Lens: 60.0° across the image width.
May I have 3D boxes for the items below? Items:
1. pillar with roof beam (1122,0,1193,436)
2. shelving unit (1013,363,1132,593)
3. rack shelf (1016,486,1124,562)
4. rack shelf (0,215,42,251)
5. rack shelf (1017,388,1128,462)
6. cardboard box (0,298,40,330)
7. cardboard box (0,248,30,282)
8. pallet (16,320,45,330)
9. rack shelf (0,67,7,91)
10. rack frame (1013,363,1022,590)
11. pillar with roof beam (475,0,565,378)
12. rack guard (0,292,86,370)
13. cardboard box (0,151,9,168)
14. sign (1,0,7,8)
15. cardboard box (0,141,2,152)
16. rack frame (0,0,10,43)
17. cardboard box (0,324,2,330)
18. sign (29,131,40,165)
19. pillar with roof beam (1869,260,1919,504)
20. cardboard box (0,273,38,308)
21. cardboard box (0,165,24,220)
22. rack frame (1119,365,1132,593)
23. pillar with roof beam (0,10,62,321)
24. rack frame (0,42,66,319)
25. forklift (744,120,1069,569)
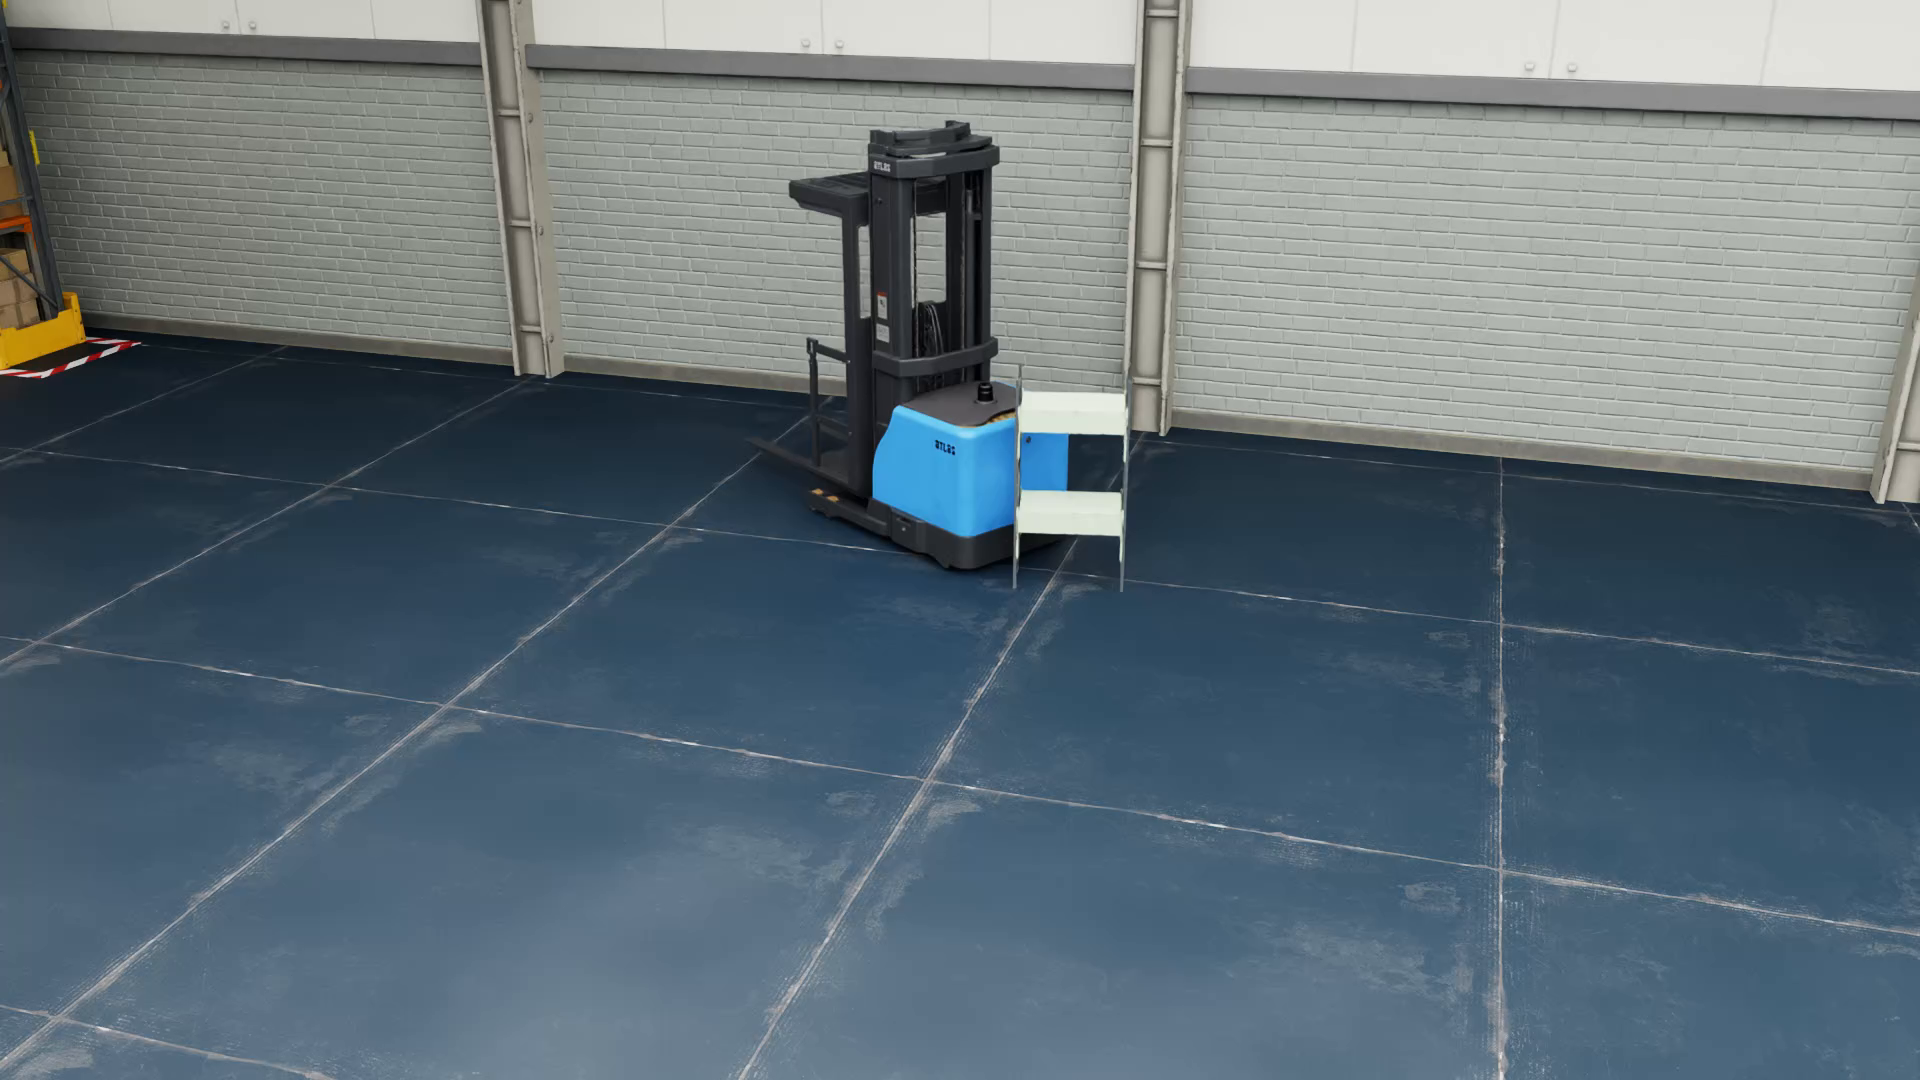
[{"bbox_3d":[0.397,-3.581,9.142,0.400,9.000,9.100,7,23,16],"label":"pillar with roof beam"},{"bbox_3d":[0.756,-0.415,11.306,0.755,1.500,0.431,2,22,4],"label":"shelving unit"},{"bbox_3d":[0.756,-0.114,11.430,0.720,0.370,0.431,2,22,4],"label":"rack shelf"},{"bbox_3d":[-11.357,-3.168,16.988,4.000,0.370,1.077,7,23,16],"label":"rack shelf"},{"bbox_3d":[0.756,-0.776,11.158,0.720,0.370,0.431,2,22,4],"label":"rack shelf"},{"bbox_3d":[-9.855,-2.328,17.063,0.500,0.250,0.500,7,23,16],"label":"cardboard box"},{"bbox_3d":[-9.847,-2.787,16.865,0.500,0.250,0.500,6,23,15],"label":"cardboard box"},{"bbox_3d":[-10.186,-2.060,17.013,1.213,0.211,1.003,7,23,16],"label":"pallet"},{"bbox_3d":[-11.357,-4.555,16.418,4.000,0.370,1.077,7,23,16],"label":"rack shelf"},{"bbox_3d":[0.392,-0.427,11.334,0.023,1.500,0.400,2,22,4],"label":"rack frame"},{"bbox_3d":[-5.347,-4.239,10.746,0.400,9.000,9.100,7,23,16],"label":"pillar with roof beam"},{"bbox_3d":[-9.419,-2.122,16.785,0.348,0.500,1.175,7,23,16],"label":"rack guard"},{"bbox_3d":[-9.692,-3.759,16.495,0.250,0.149,0.380,6,23,14],"label":"cardboard box"},{"bbox_3d":[-9.276,-5.311,16.056,0.005,0.325,0.100,7,23,16],"label":"sign"},{"bbox_3d":[-9.702,-3.880,16.397,0.250,0.149,0.380,6,23,14],"label":"cardboard box"},{"bbox_3d":[-9.442,-6.057,15.178,0.127,3.000,1.000,7,23,16],"label":"rack frame"},{"bbox_3d":[-9.983,-2.140,16.604,0.500,0.250,0.500,7,23,16],"label":"cardboard box"},{"bbox_3d":[-9.276,-3.919,16.627,0.005,0.325,0.100,7,23,16],"label":"sign"},{"bbox_3d":[6.141,-2.923,7.539,0.400,9.000,9.100,7,23,16],"label":"pillar with roof beam"},{"bbox_3d":[-9.832,-2.562,16.973,0.500,0.250,0.500,7,23,16],"label":"cardboard box"},{"bbox_3d":[-9.836,-3.483,16.676,0.500,0.500,0.500,7,23,17],"label":"cardboard box"},{"bbox_3d":[1.121,-0.404,11.278,0.023,1.500,0.400,2,22,4],"label":"rack frame"},{"bbox_3d":[-11.092,-4.896,12.349,0.400,9.000,9.100,7,23,16],"label":"pillar with roof beam"},{"bbox_3d":[-9.442,-3.281,16.317,0.127,3.000,1.000,7,23,16],"label":"rack frame"},{"bbox_3d":[-0.546,-1.635,12.394,1.130,2.935,3.031,-18,28,-37],"label":"forklift"}]
